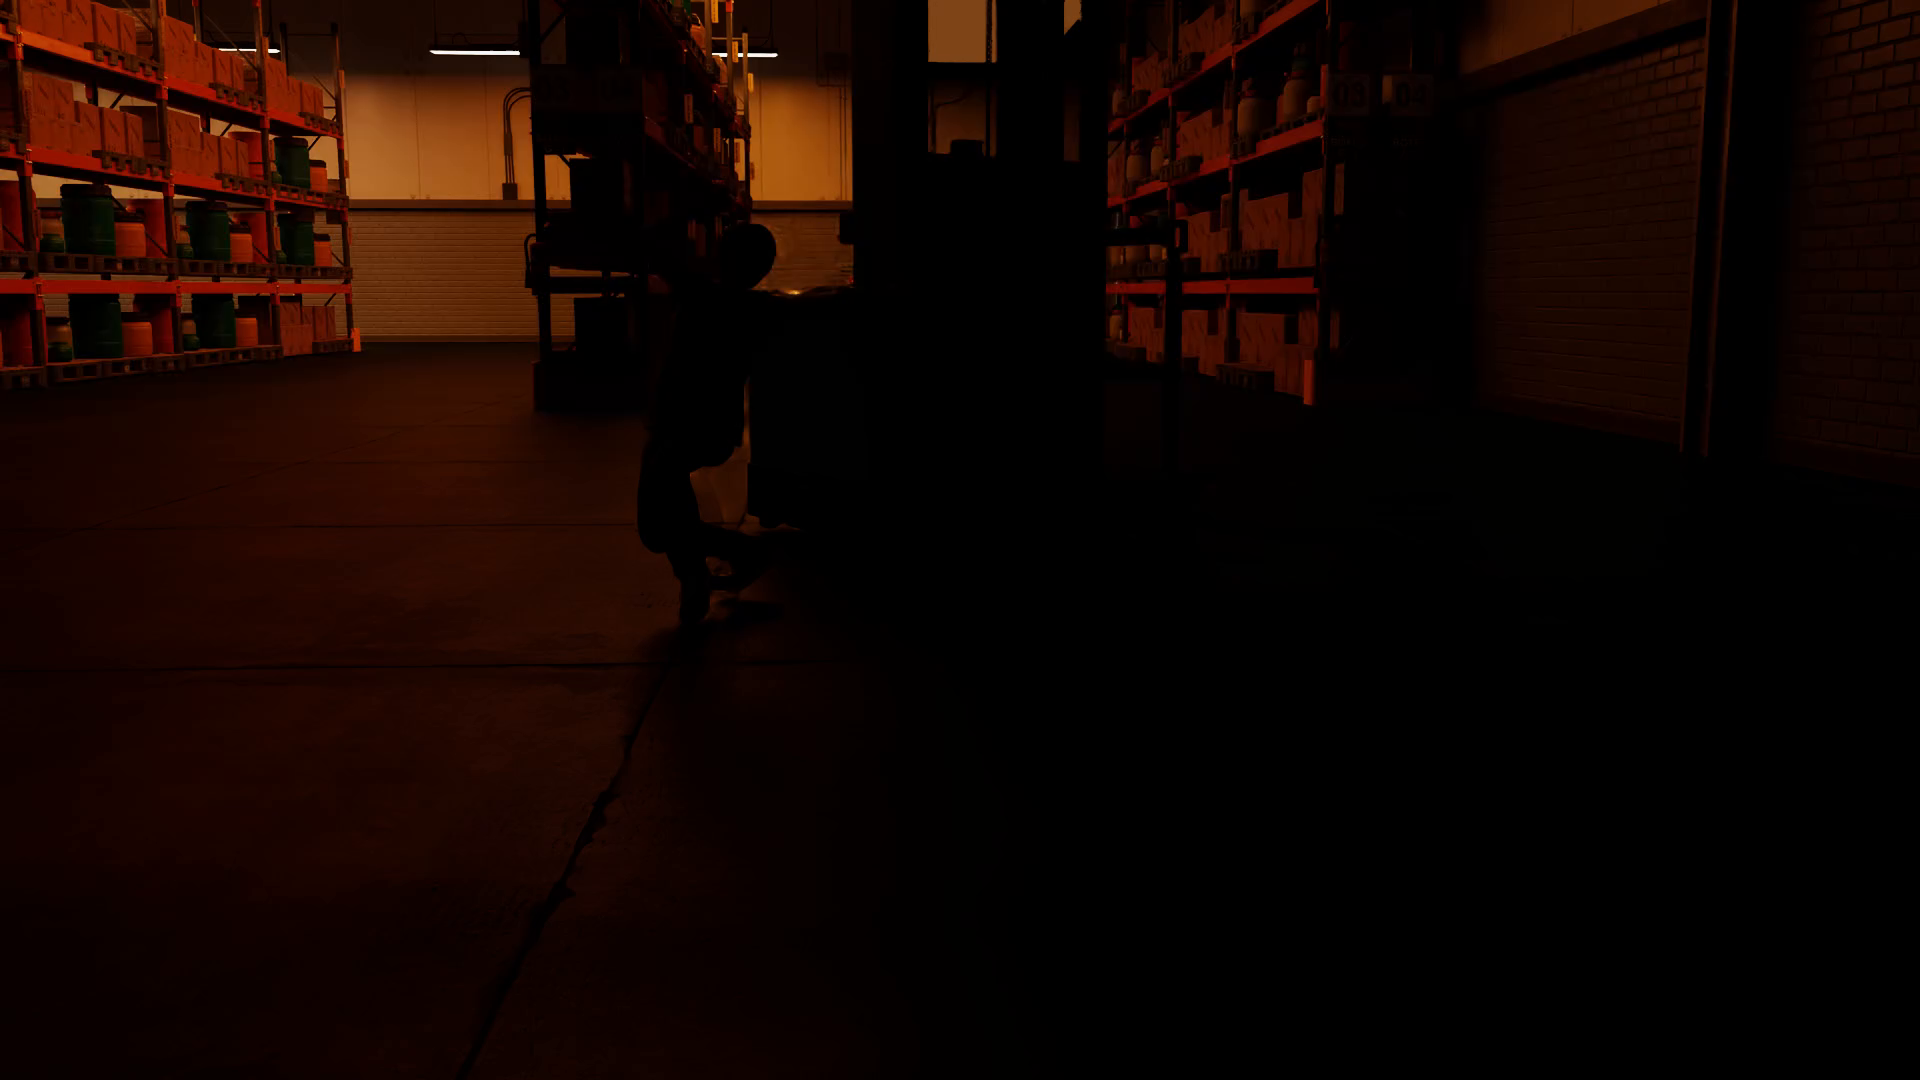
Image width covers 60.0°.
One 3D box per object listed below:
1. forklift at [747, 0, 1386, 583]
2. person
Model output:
[{"bbox_3d":[0.305,-1.369,6.550,1.130,2.935,3.031,-6,10,-36],"label":"forklift"},{"bbox_3d":[-0.671,-0.442,5.496,0.945,1.438,0.764,4,9,27],"label":"person"}]
